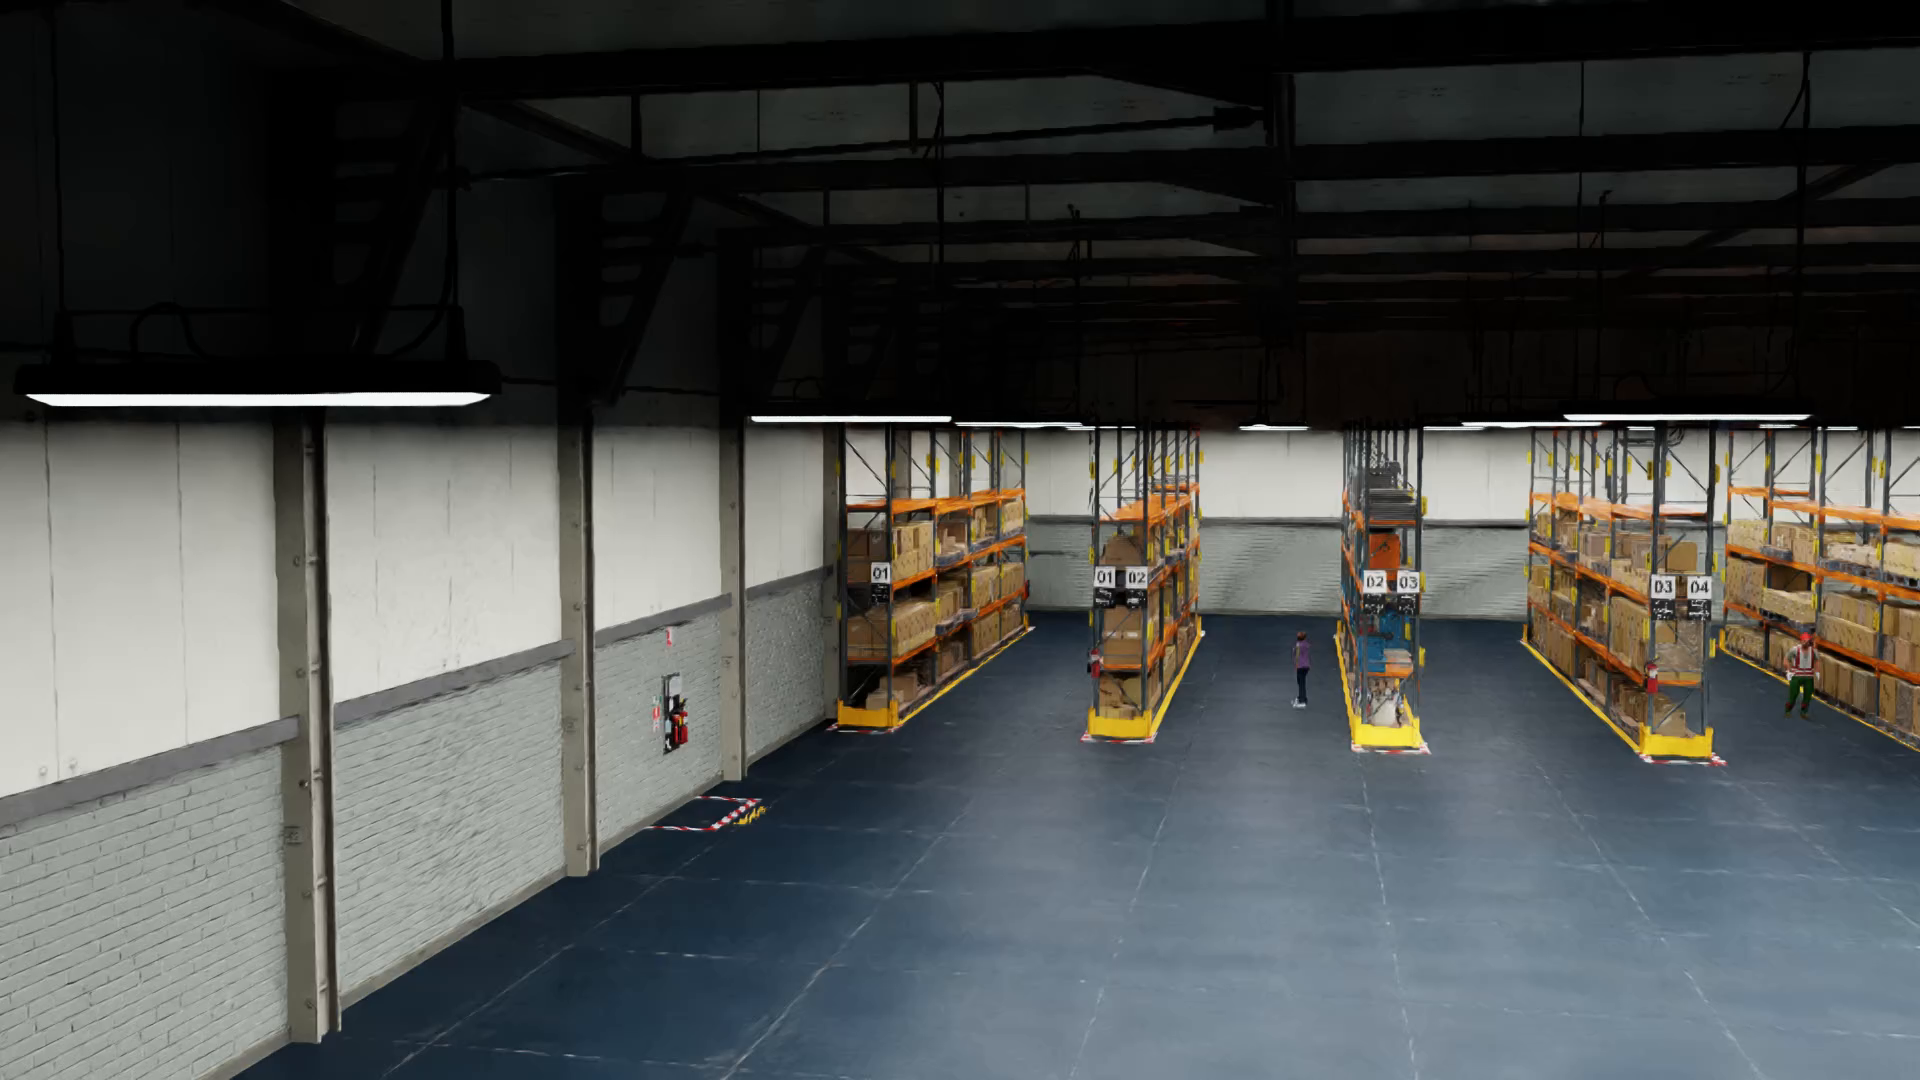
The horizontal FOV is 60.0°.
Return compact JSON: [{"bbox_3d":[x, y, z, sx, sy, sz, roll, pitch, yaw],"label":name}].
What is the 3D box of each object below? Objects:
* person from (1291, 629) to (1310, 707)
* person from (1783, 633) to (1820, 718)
[{"bbox_3d":[7.094,2.661,34.711,0.450,1.599,0.467,3,5,42],"label":"person"},{"bbox_3d":[16.804,2.707,33.184,0.677,1.742,0.547,1,4,10],"label":"person"}]
